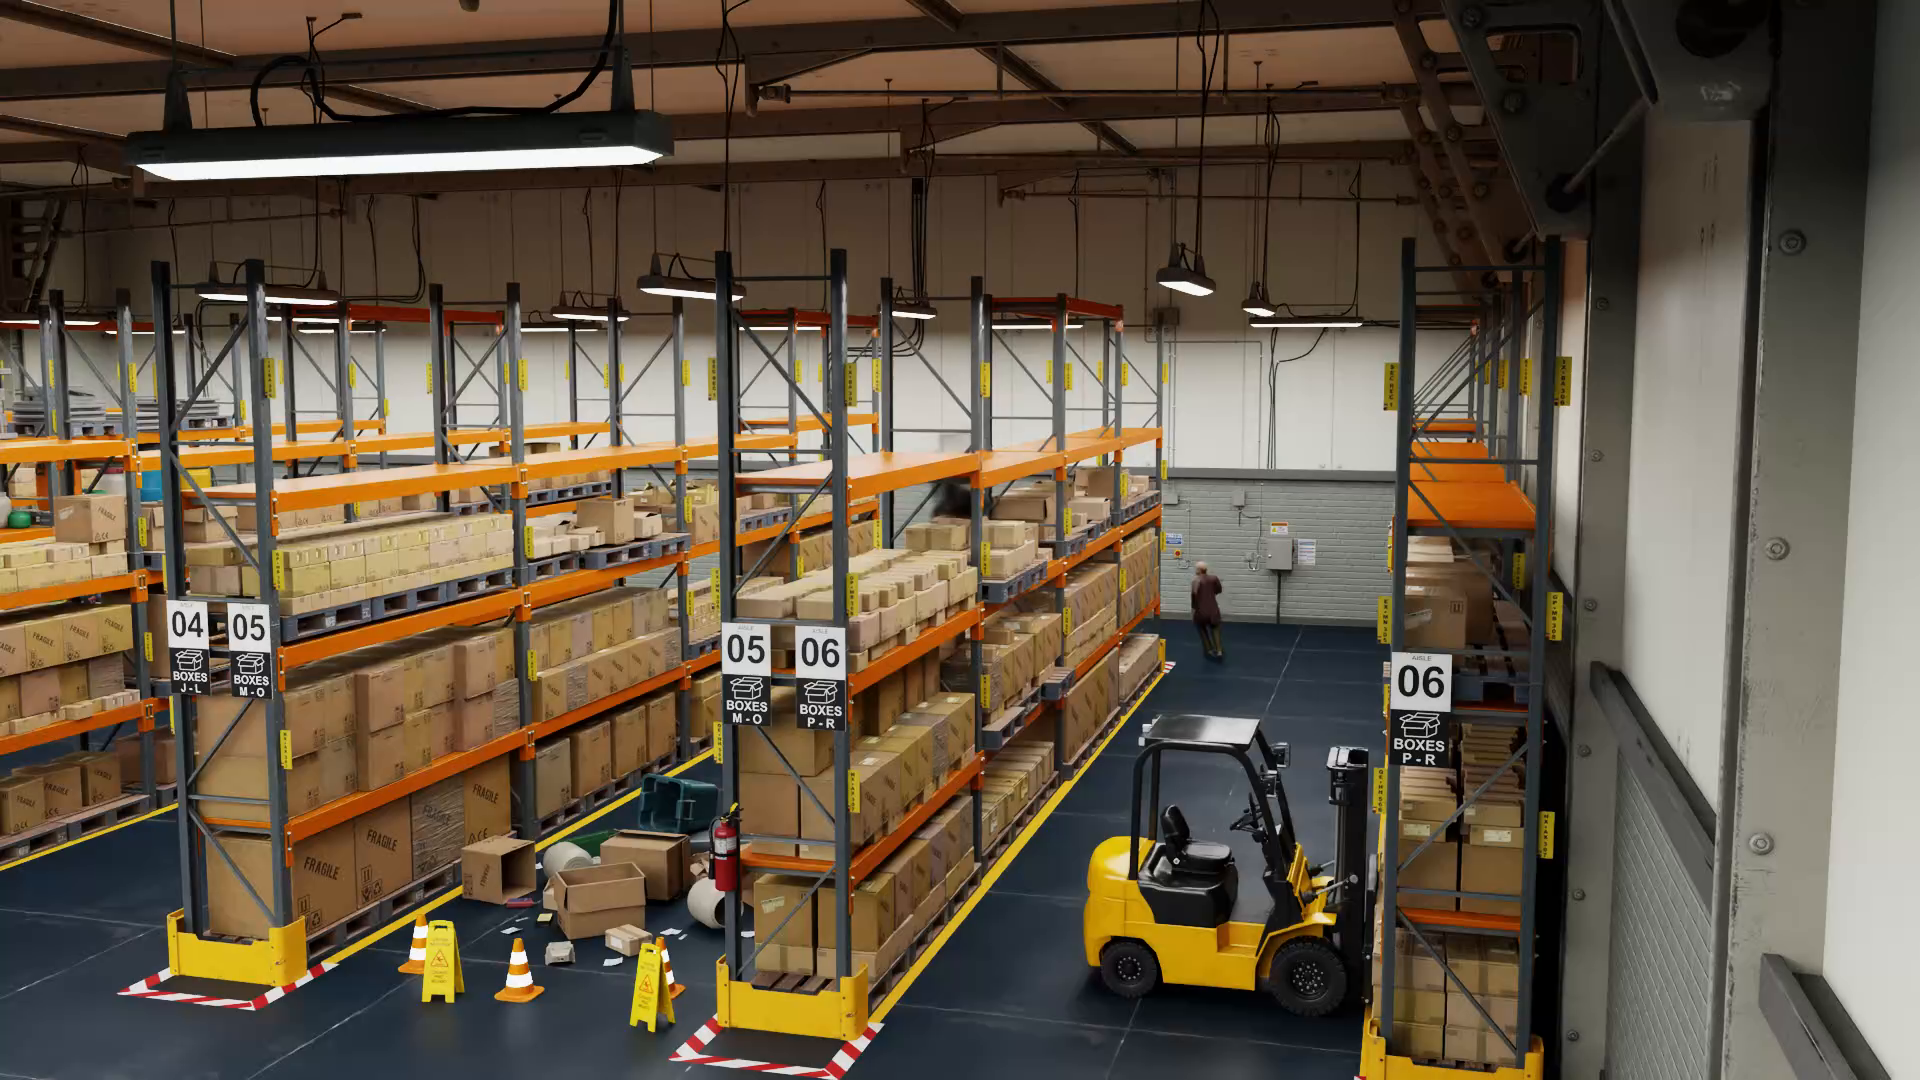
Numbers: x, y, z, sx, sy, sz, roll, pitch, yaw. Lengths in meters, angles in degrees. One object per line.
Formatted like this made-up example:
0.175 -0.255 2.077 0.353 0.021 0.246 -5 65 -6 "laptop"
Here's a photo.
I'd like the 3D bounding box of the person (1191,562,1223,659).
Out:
4.240 1.272 29.082 0.695 1.664 0.877 -1 6 -12 "person"
